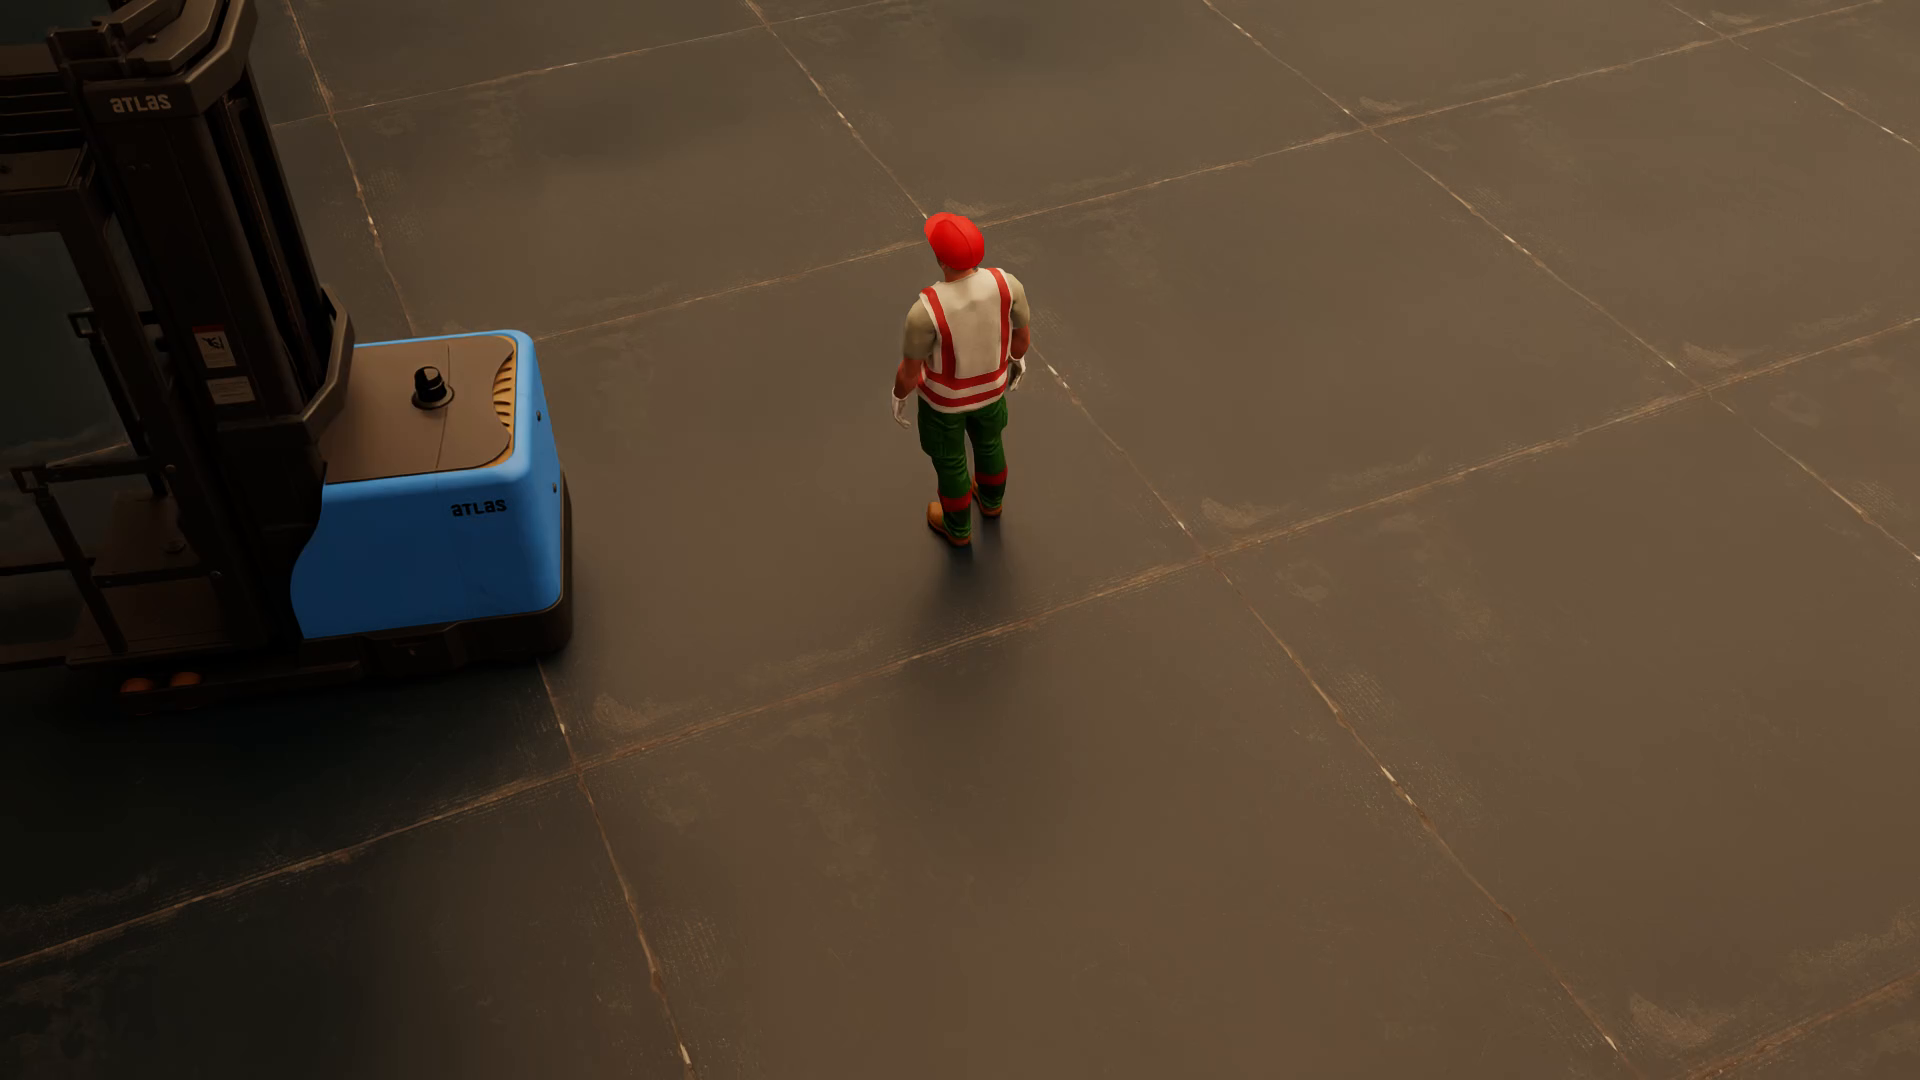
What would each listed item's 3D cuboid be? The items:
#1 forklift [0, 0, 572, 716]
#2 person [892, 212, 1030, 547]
[{"bbox_3d":[-3.266,-0.721,6.452,3.031,2.935,1.130,-7,43,-7],"label":"forklift"},{"bbox_3d":[-0.024,-0.712,7.270,0.638,1.789,0.562,-18,46,-18],"label":"person"}]
